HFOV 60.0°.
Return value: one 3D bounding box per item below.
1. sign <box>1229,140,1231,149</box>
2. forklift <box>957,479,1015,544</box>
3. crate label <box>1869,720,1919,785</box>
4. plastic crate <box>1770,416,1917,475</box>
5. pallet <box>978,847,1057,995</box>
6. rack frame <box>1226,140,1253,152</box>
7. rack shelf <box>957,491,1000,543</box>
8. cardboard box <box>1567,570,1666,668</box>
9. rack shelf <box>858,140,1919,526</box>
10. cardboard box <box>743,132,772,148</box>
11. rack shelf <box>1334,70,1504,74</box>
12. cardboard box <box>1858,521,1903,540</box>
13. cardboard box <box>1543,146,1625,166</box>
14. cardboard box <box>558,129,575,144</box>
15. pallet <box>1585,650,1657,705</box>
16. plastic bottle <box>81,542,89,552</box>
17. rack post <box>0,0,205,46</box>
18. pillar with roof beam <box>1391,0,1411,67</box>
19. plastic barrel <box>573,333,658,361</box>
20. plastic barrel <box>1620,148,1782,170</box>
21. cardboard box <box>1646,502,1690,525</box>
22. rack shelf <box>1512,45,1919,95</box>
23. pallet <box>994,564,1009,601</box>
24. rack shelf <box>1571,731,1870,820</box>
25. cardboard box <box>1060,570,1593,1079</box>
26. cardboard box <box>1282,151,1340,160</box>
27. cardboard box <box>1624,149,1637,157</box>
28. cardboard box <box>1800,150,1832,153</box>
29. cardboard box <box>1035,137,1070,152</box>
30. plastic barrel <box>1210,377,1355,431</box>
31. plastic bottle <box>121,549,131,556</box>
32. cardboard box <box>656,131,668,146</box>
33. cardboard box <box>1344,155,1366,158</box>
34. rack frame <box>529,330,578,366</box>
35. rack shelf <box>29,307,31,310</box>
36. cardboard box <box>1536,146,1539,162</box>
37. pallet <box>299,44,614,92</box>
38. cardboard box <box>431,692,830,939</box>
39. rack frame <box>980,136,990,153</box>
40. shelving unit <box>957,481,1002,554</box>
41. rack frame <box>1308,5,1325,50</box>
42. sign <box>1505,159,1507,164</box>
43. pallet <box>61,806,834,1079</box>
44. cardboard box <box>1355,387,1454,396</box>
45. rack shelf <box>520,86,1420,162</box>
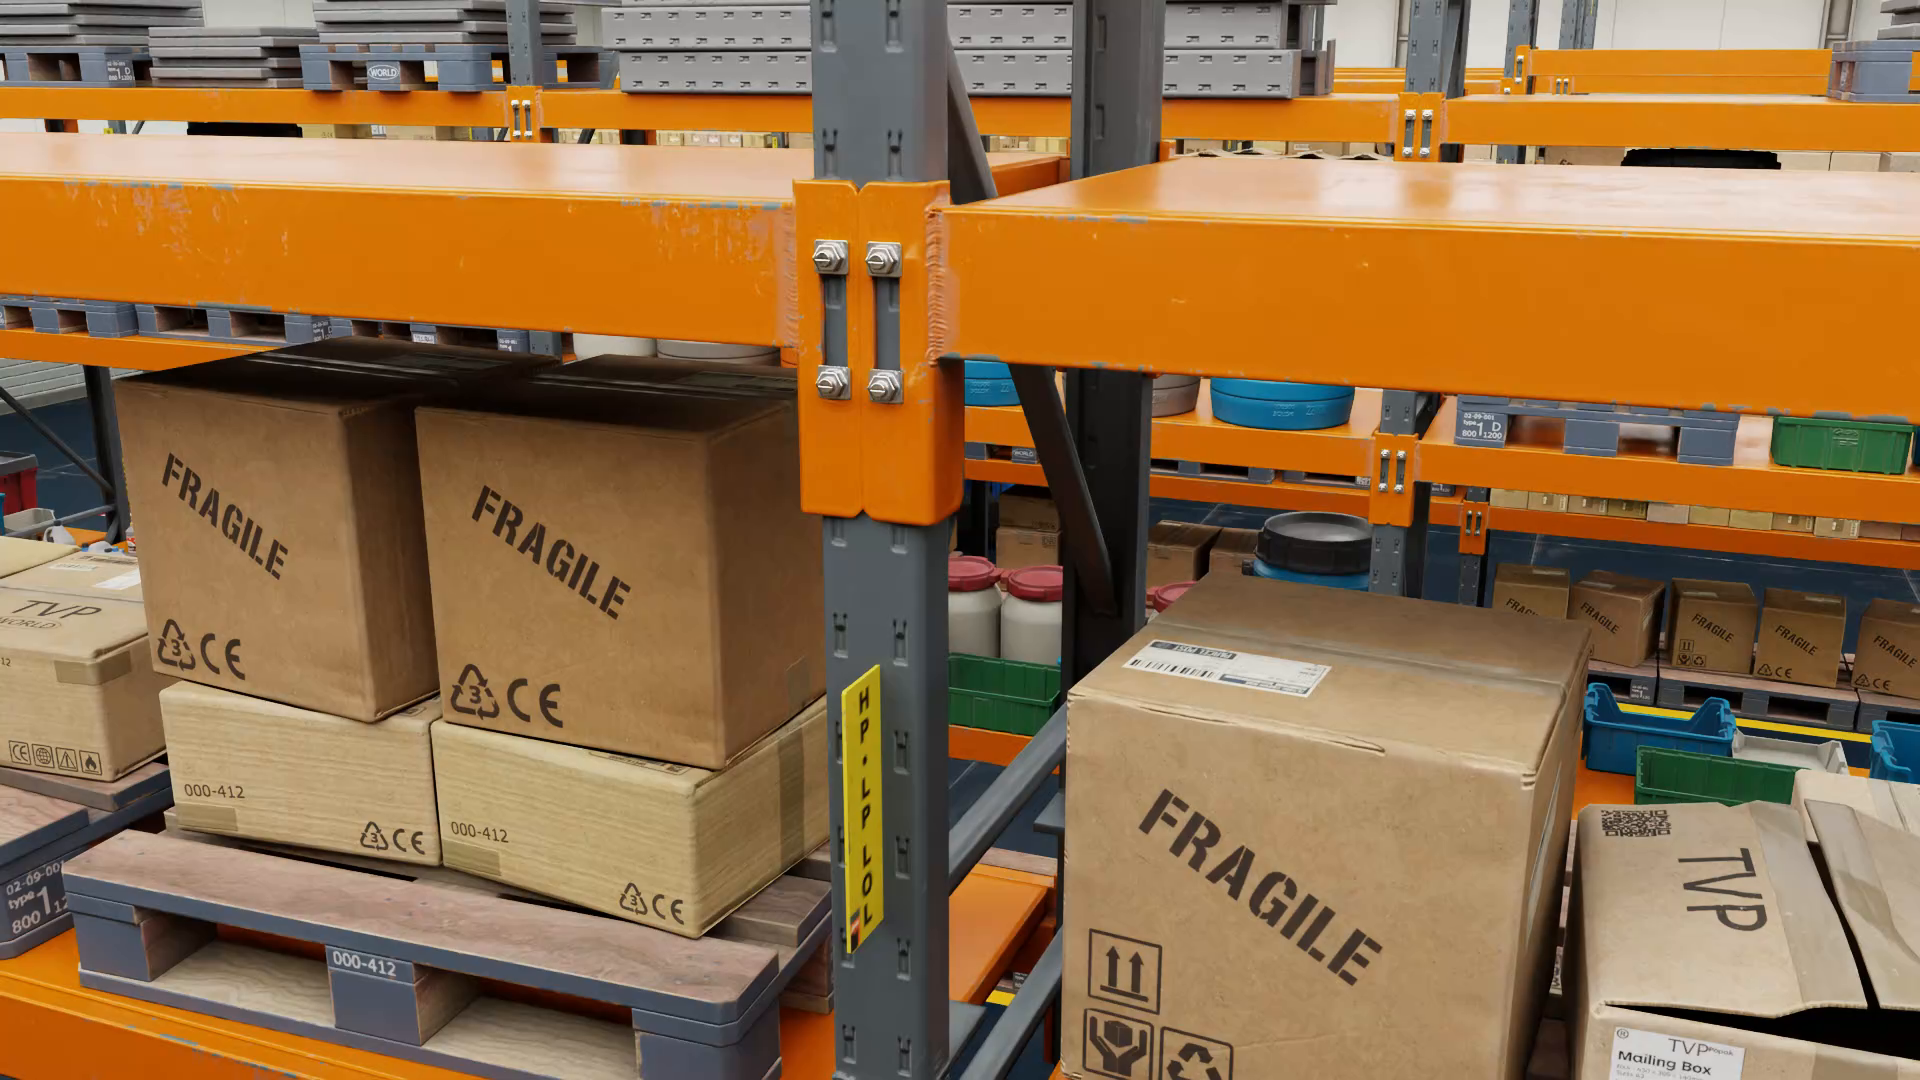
[{"bbox_3d":[3.422,-5.122,21.064,0.005,0.325,0.100,6,17,21],"label":"sign"},{"bbox_3d":[-0.262,-1.718,15.912,1.130,2.935,3.031,-3,17,-11],"label":"forklift"},{"bbox_3d":[3.810,1.000,6.363,0.616,0.435,0.502,6,17,21],"label":"crate label"},{"bbox_3d":[3.269,-0.381,6.183,0.450,0.188,0.336,6,17,21],"label":"plastic crate"},{"bbox_3d":[0.017,1.870,8.430,1.213,0.211,1.003,6,17,21],"label":"pallet"},{"bbox_3d":[3.633,-6.420,21.222,0.127,3.000,1.000,6,17,21],"label":"rack frame"},{"bbox_3d":[0.078,-0.152,14.567,0.480,0.518,0.431,-3,17,-11],"label":"rack shelf"},{"bbox_3d":[4.611,0.548,11.714,0.500,0.500,0.500,13,21,38],"label":"cardboard box"},{"bbox_3d":[1.940,-0.129,1.562,4.000,0.370,1.077,6,17,21],"label":"rack shelf"},{"bbox_3d":[-2.201,-4.415,18.353,0.250,0.149,0.380,5,17,18],"label":"cardboard box"},{"bbox_3d":[5.494,-5.677,20.673,4.000,0.370,1.077,6,17,21],"label":"rack shelf"},{"bbox_3d":[5.929,-0.128,10.763,0.250,0.149,0.380,6,17,21],"label":"cardboard box"},{"bbox_3d":[4.230,-2.451,11.322,0.500,0.500,0.500,6,17,19],"label":"cardboard box"},{"bbox_3d":[-4.631,-4.668,19.226,0.250,0.149,0.380,7,17,21],"label":"cardboard box"},{"bbox_3d":[4.356,0.840,11.979,1.213,0.211,1.003,6,17,21],"label":"pallet"},{"bbox_3d":[-5.028,0.148,9.592,0.097,0.271,0.097,0,16,0],"label":"plastic bottle"},{"bbox_3d":[-4.769,-2.843,9.039,0.954,0.300,0.937,6,17,20],"label":"rack post"},{"bbox_3d":[5.415,-6.691,22.158,0.400,9.000,9.100,6,17,21],"label":"pillar with roof beam"},{"bbox_3d":[-1.644,-1.067,7.963,0.421,0.512,0.421,0,16,0],"label":"plastic barrel"},{"bbox_3d":[2.787,-1.028,6.378,0.708,0.901,0.600,6,17,21],"label":"plastic barrel"},{"bbox_3d":[4.732,-0.232,11.119,0.250,0.149,0.380,6,17,21],"label":"cardboard box"},{"bbox_3d":[5.579,-2.888,10.355,4.000,0.370,1.077,6,17,21],"label":"rack shelf"},{"bbox_3d":[0.723,0.451,13.317,1.213,0.211,1.003,6,17,21],"label":"pallet"},{"bbox_3d":[3.761,1.276,6.766,4.000,0.370,1.077,6,17,21],"label":"rack shelf"},{"bbox_3d":[0.452,0.372,2.024,0.500,0.500,0.500,8,18,25],"label":"cardboard box"},{"bbox_3d":[3.447,-3.657,16.313,0.500,0.311,0.500,6,17,20],"label":"cardboard box"},{"bbox_3d":[5.984,-3.474,15.257,0.500,0.250,0.500,6,17,21],"label":"cardboard box"},{"bbox_3d":[7.496,-3.481,14.568,0.250,0.149,0.380,6,17,21],"label":"cardboard box"},{"bbox_3d":[0.957,-4.123,17.140,0.258,0.266,0.396,6,17,21],"label":"cardboard box"},{"bbox_3d":[1.348,-0.952,6.868,0.708,0.901,0.600,6,17,21],"label":"plastic barrel"},{"bbox_3d":[-4.882,0.152,9.703,0.097,0.201,0.097,0,16,0],"label":"plastic bottle"},{"bbox_3d":[-3.414,-4.540,18.786,0.250,0.149,0.380,6,17,20],"label":"cardboard box"},{"bbox_3d":[3.969,-3.707,16.568,0.258,0.266,0.396,6,17,21],"label":"cardboard box"},{"bbox_3d":[-1.820,0.316,8.780,0.127,3.000,1.000,6,17,21],"label":"rack frame"},{"bbox_3d":[-7.402,-1.393,10.577,4.000,0.370,1.077,6,17,21],"label":"rack shelf"},{"bbox_3d":[6.958,-4.863,20.757,0.500,0.250,0.500,6,17,19],"label":"cardboard box"},{"bbox_3d":[-2.480,-2.364,8.308,1.003,0.211,1.213,6,17,21],"label":"pallet"},{"bbox_3d":[-0.490,0.374,2.717,0.500,0.250,0.500,8,18,26],"label":"cardboard box"},{"bbox_3d":[-0.003,-3.849,12.369,0.127,3.000,1.000,6,17,21],"label":"rack frame"},{"bbox_3d":[0.078,-0.837,14.368,0.503,2.100,0.431,-3,17,-11],"label":"shelving unit"},{"bbox_3d":[5.451,-7.707,25.658,0.127,3.000,1.000,6,17,21],"label":"rack frame"},{"bbox_3d":[3.518,-2.293,10.753,0.005,0.325,0.100,6,17,21],"label":"sign"},{"bbox_3d":[-0.745,0.574,2.855,1.217,0.209,0.805,6,17,18],"label":"pallet"},{"bbox_3d":[3.030,-1.166,12.058,1.000,1.000,1.000,6,17,21],"label":"cardboard box"},{"bbox_3d":[0.040,-1.823,7.395,4.000,0.370,1.077,6,17,21],"label":"rack shelf"}]
